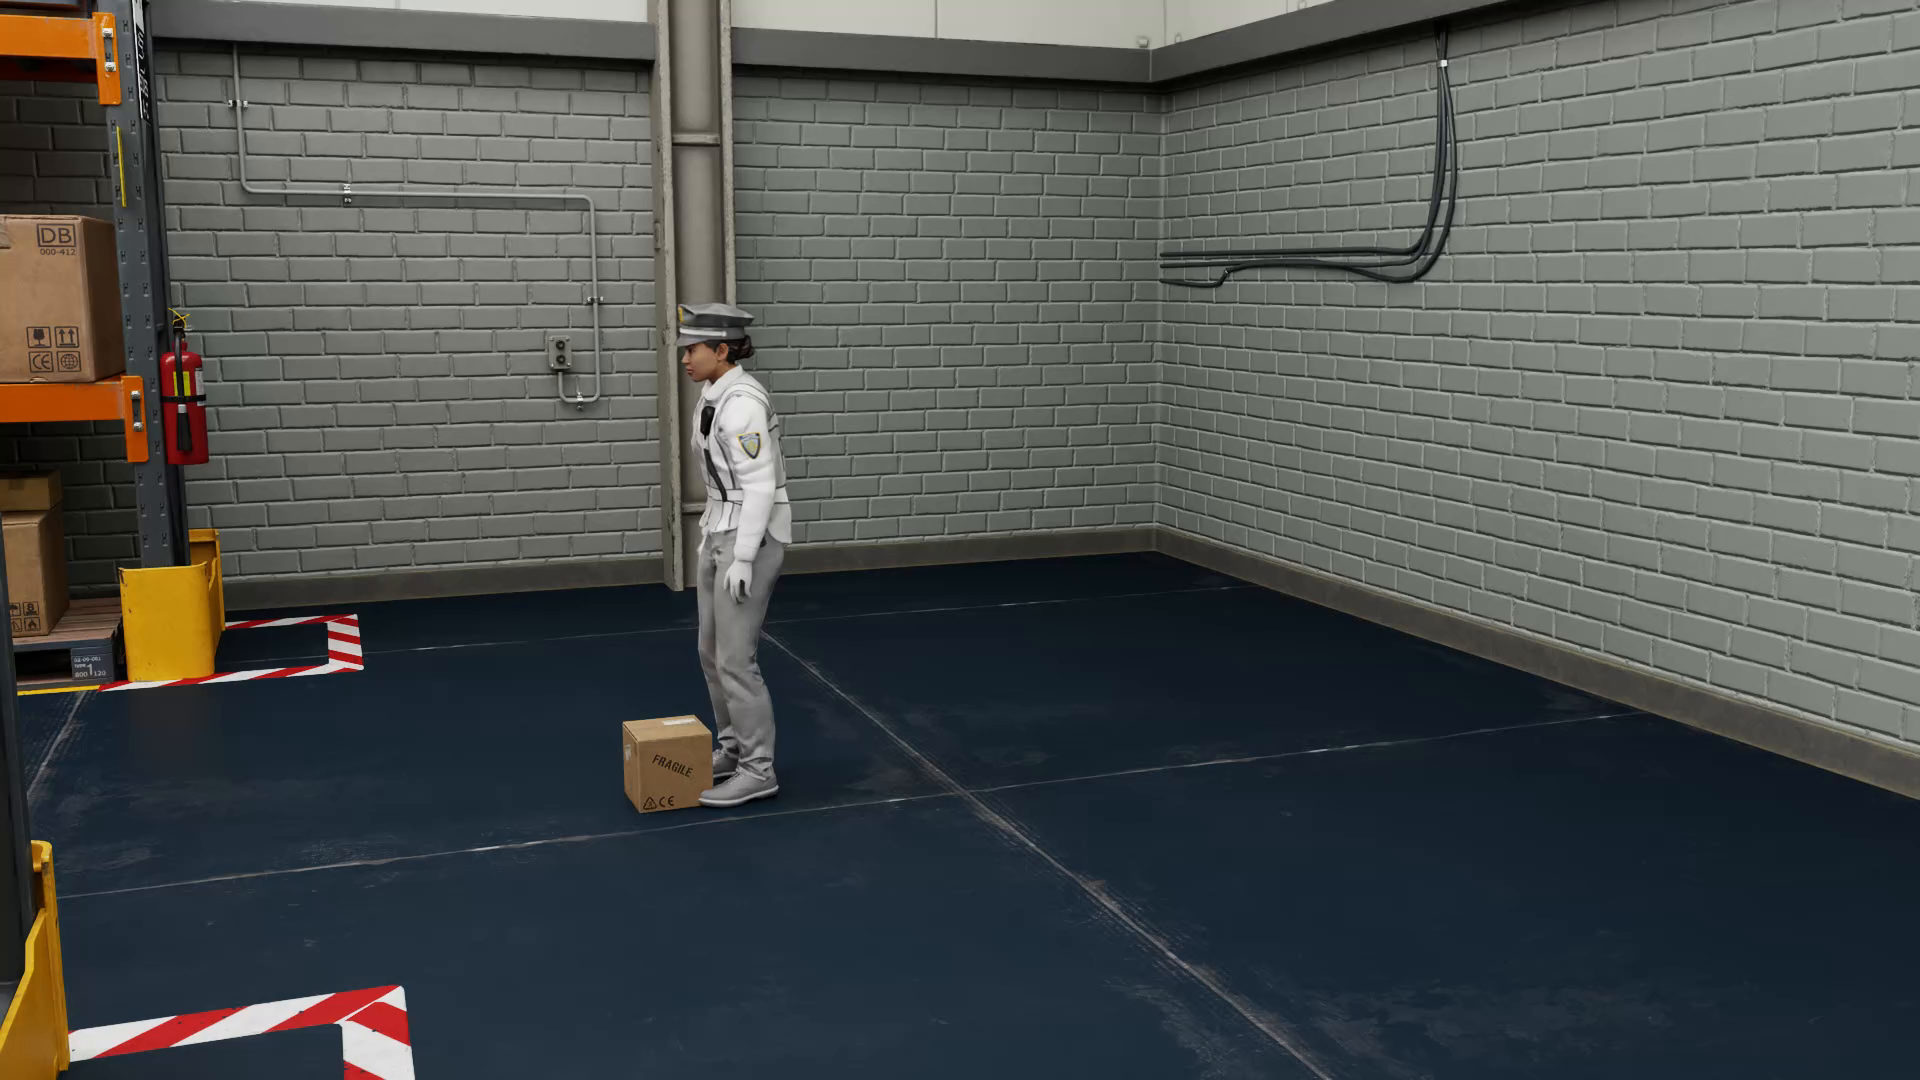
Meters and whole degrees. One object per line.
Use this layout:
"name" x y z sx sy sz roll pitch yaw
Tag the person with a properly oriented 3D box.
"person" -0.765 0.040 5.602 0.373 1.663 0.526 -4 10 -22
